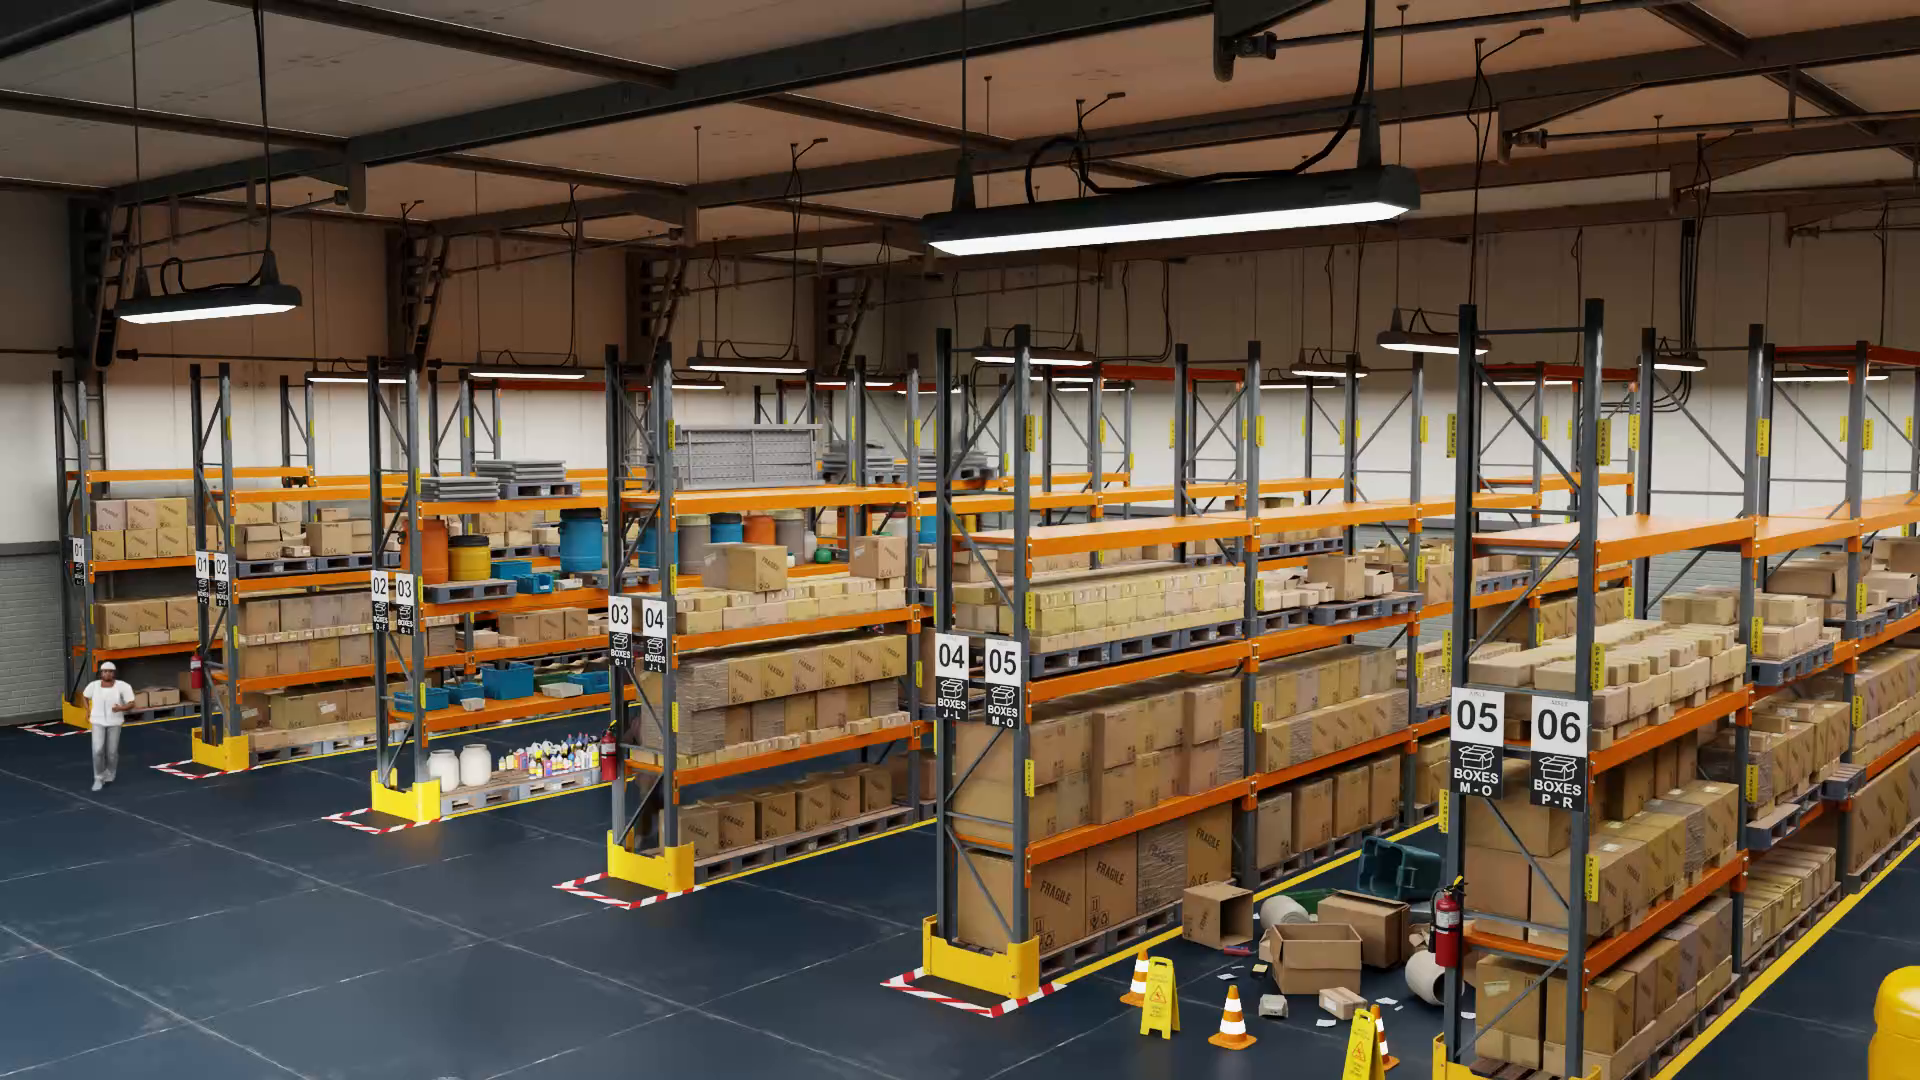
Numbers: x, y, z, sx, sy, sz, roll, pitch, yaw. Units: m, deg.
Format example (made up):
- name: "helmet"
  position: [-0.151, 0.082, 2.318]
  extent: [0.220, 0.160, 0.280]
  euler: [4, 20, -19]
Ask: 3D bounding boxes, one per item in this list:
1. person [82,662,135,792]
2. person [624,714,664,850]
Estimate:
- name: "person"
  position: [-11.965, 2.610, 23.373]
  extent: [0.678, 1.814, 0.695]
  euler: [-2, 4, -22]
- name: "person"
  position: [-3.776, 2.794, 20.326]
  extent: [0.694, 1.828, 0.876]
  euler: [3, 5, 35]
